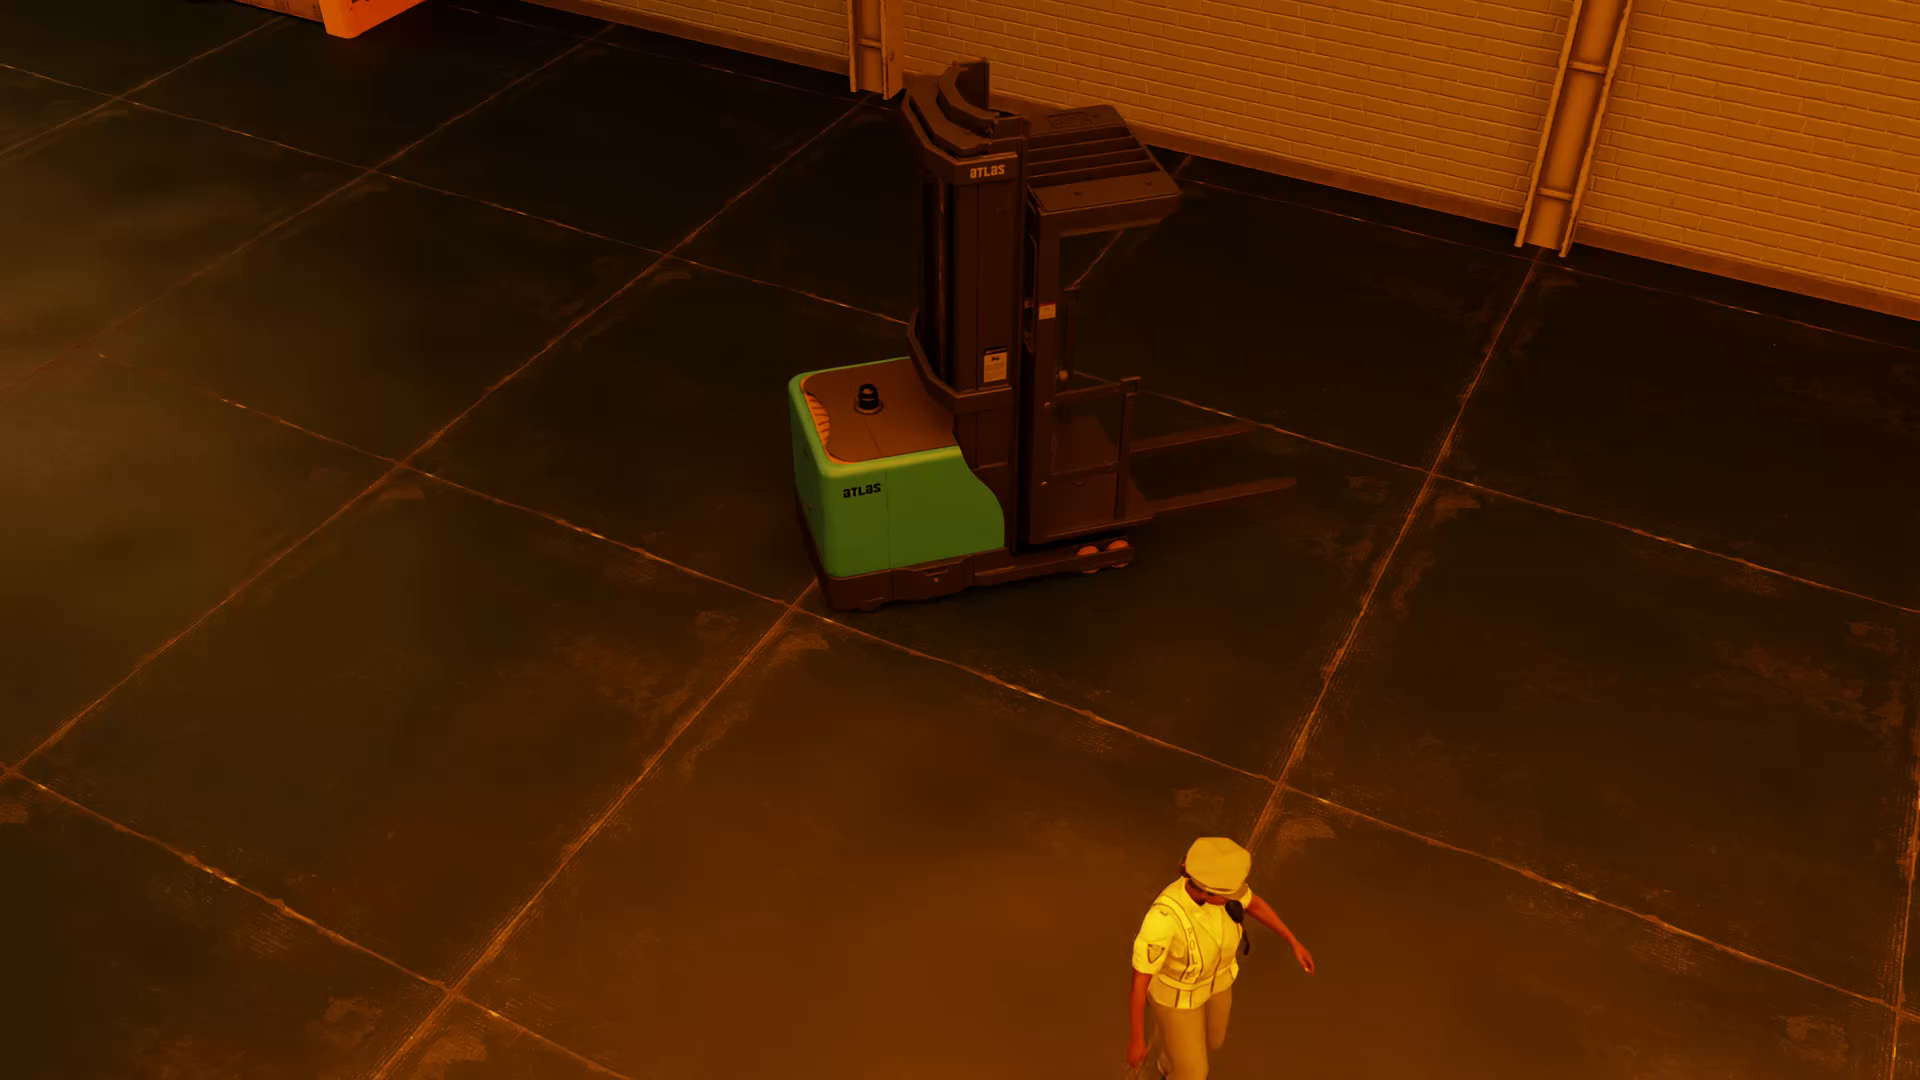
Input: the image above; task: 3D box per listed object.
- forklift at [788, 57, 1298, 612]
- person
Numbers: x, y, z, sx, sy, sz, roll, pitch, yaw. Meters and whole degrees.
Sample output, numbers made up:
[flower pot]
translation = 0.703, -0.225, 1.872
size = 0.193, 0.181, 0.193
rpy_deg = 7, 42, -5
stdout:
[forklift]
translation = 0.553, -1.237, 9.455
size = 3.031, 2.935, 1.130
rpy_deg = -11, 41, -12
[person]
translation = 0.988, 1.876, 6.809
size = 0.857, 1.691, 0.469
rpy_deg = -25, 46, -26
